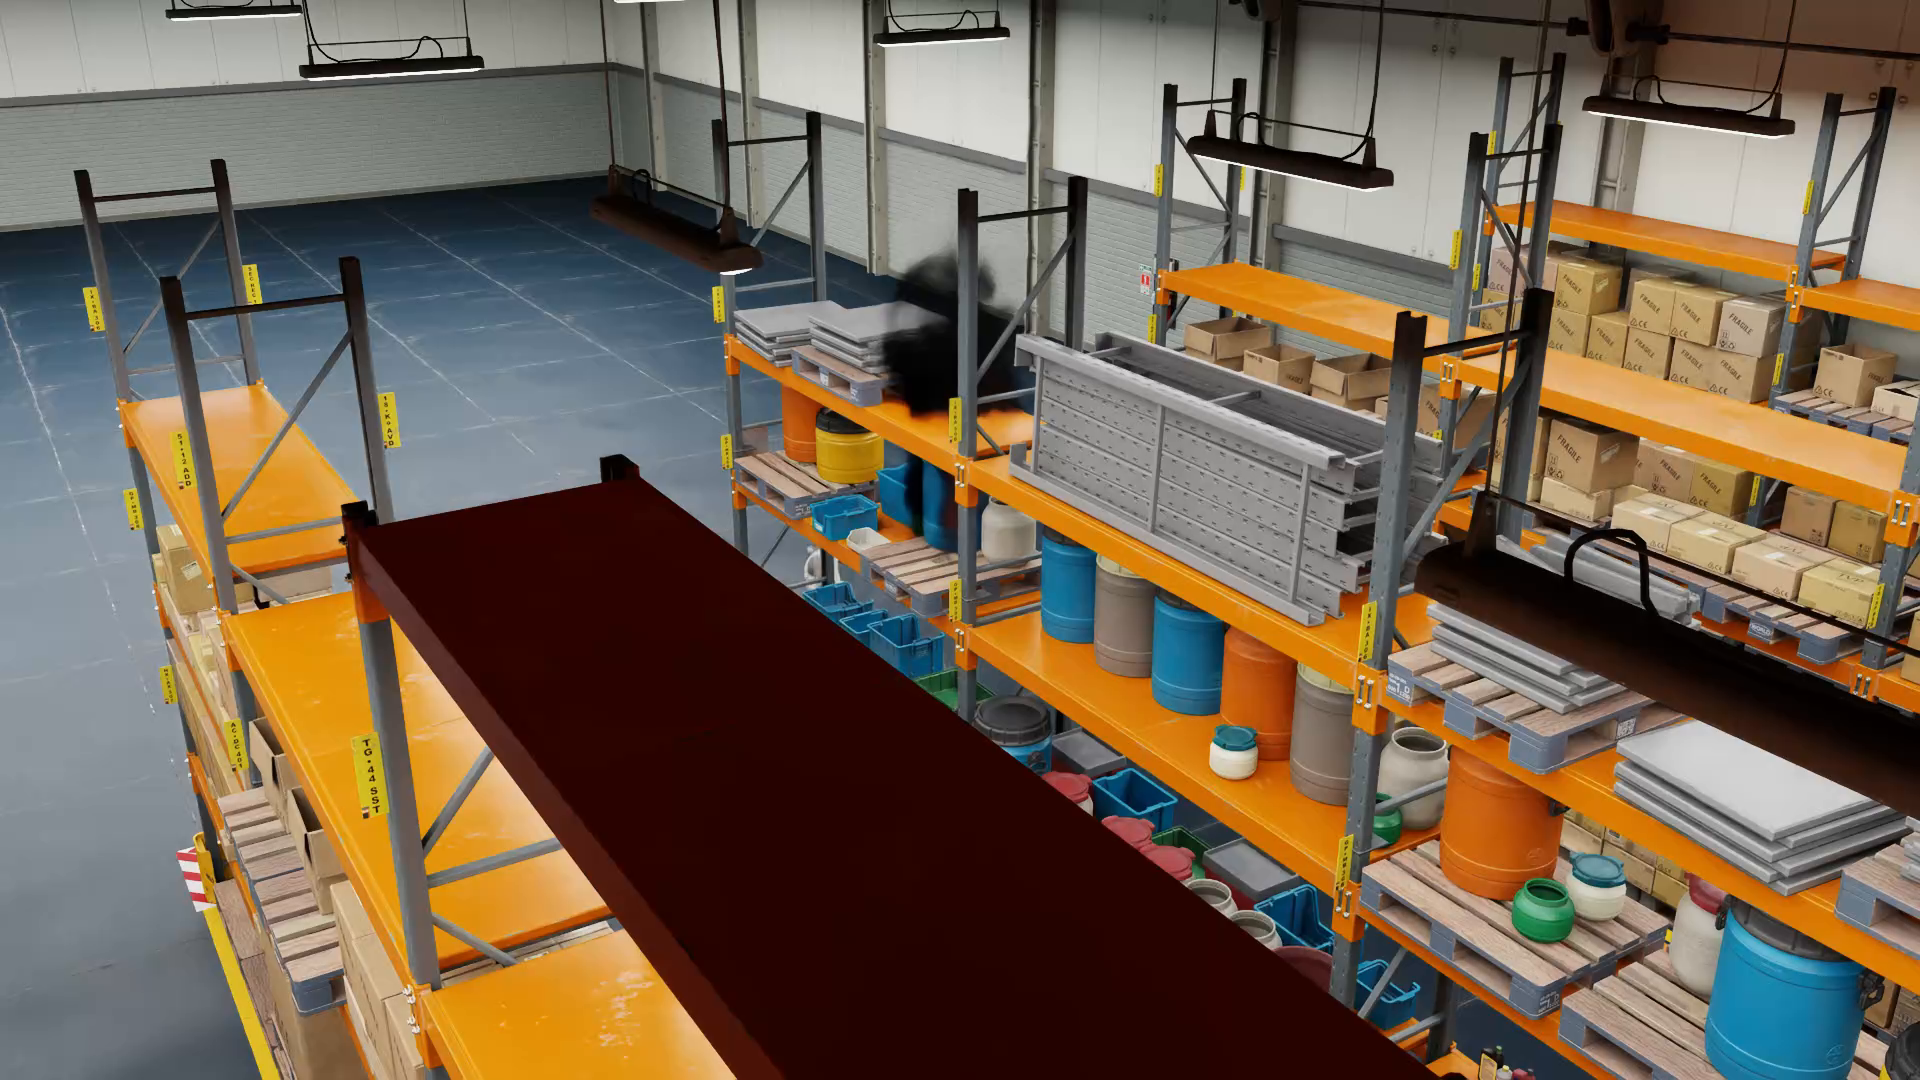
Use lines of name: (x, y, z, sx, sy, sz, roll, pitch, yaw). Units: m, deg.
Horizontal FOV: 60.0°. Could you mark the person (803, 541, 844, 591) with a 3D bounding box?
person: (-1.410, 0.593, 17.624, 0.590, 1.736, 0.681, 7, 23, 17)
